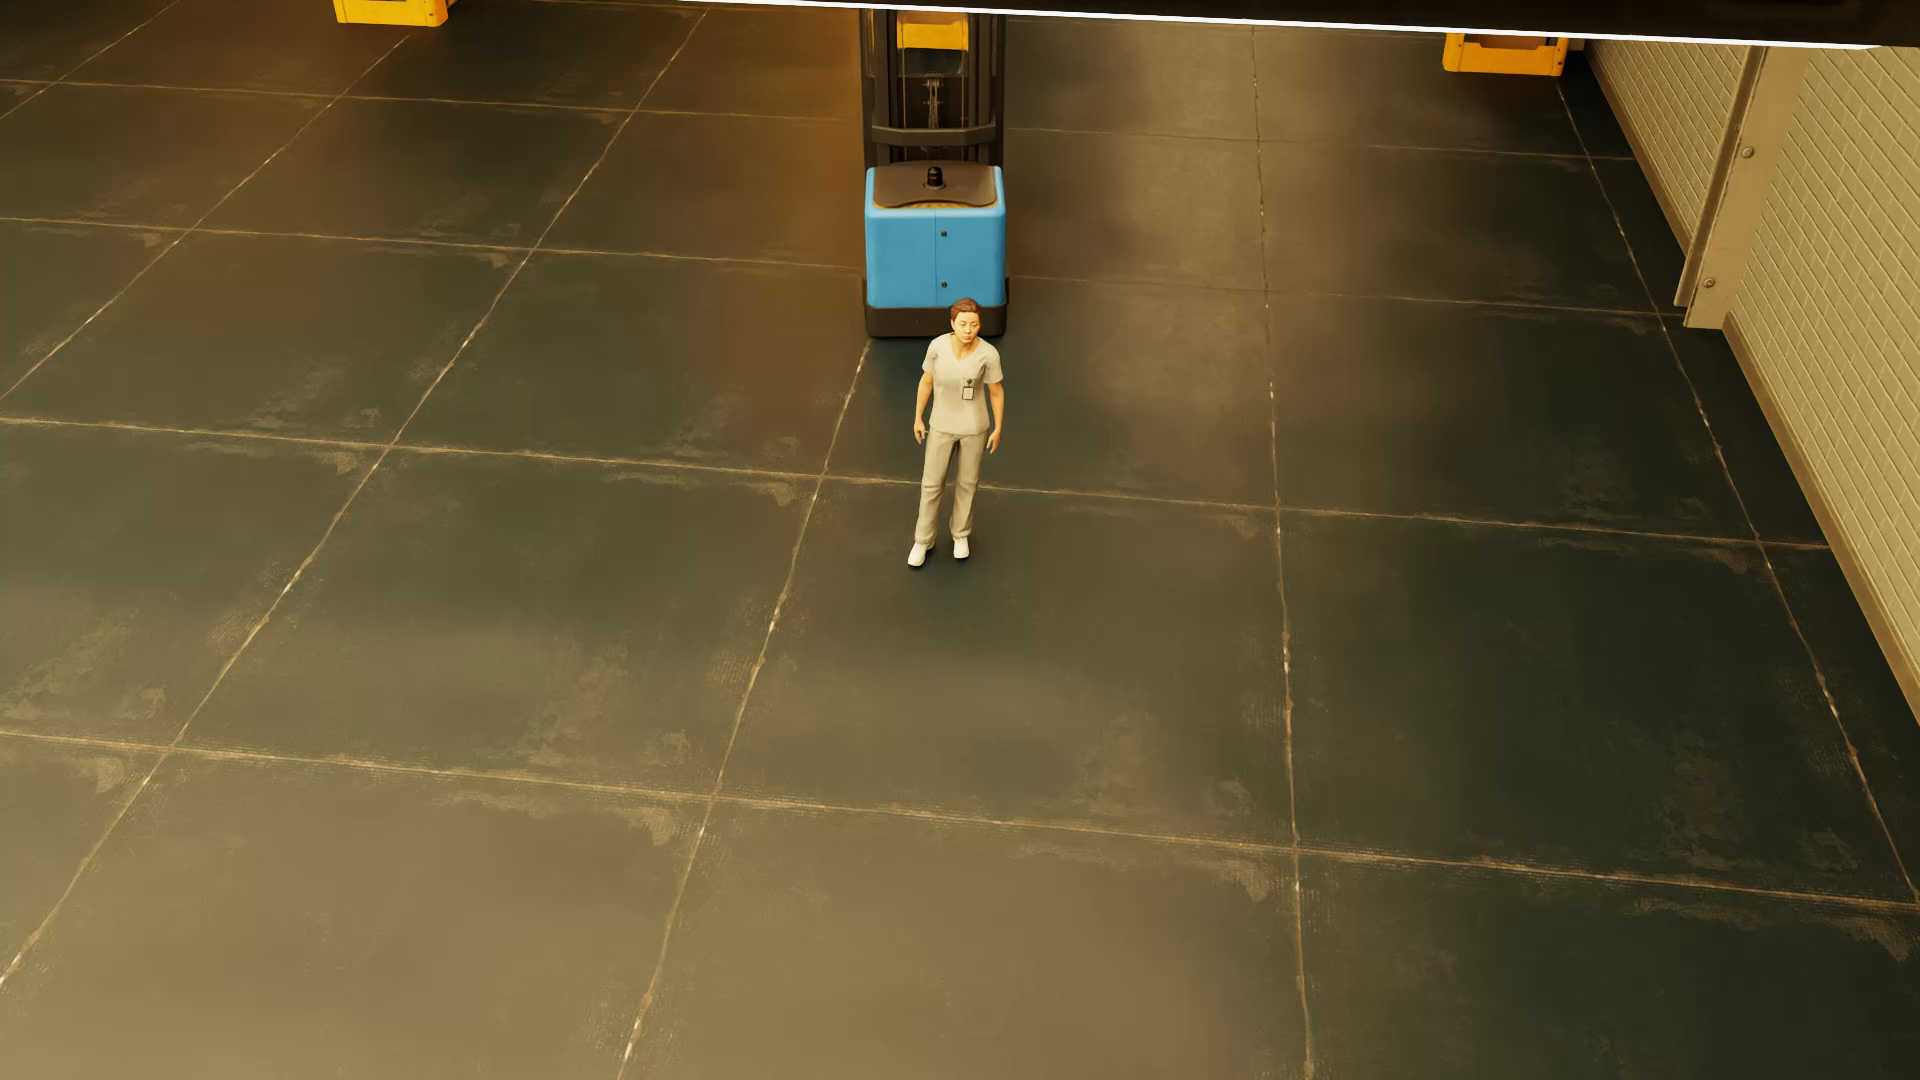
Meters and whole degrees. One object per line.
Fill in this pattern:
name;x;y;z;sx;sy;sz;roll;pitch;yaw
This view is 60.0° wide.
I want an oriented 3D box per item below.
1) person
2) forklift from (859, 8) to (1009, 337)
person;-0.023;-0.638;9.940;0.549;1.673;0.548;4;37;6
forklift;-0.211;-3.547;12.842;1.130;2.935;3.031;-1;36;-1
